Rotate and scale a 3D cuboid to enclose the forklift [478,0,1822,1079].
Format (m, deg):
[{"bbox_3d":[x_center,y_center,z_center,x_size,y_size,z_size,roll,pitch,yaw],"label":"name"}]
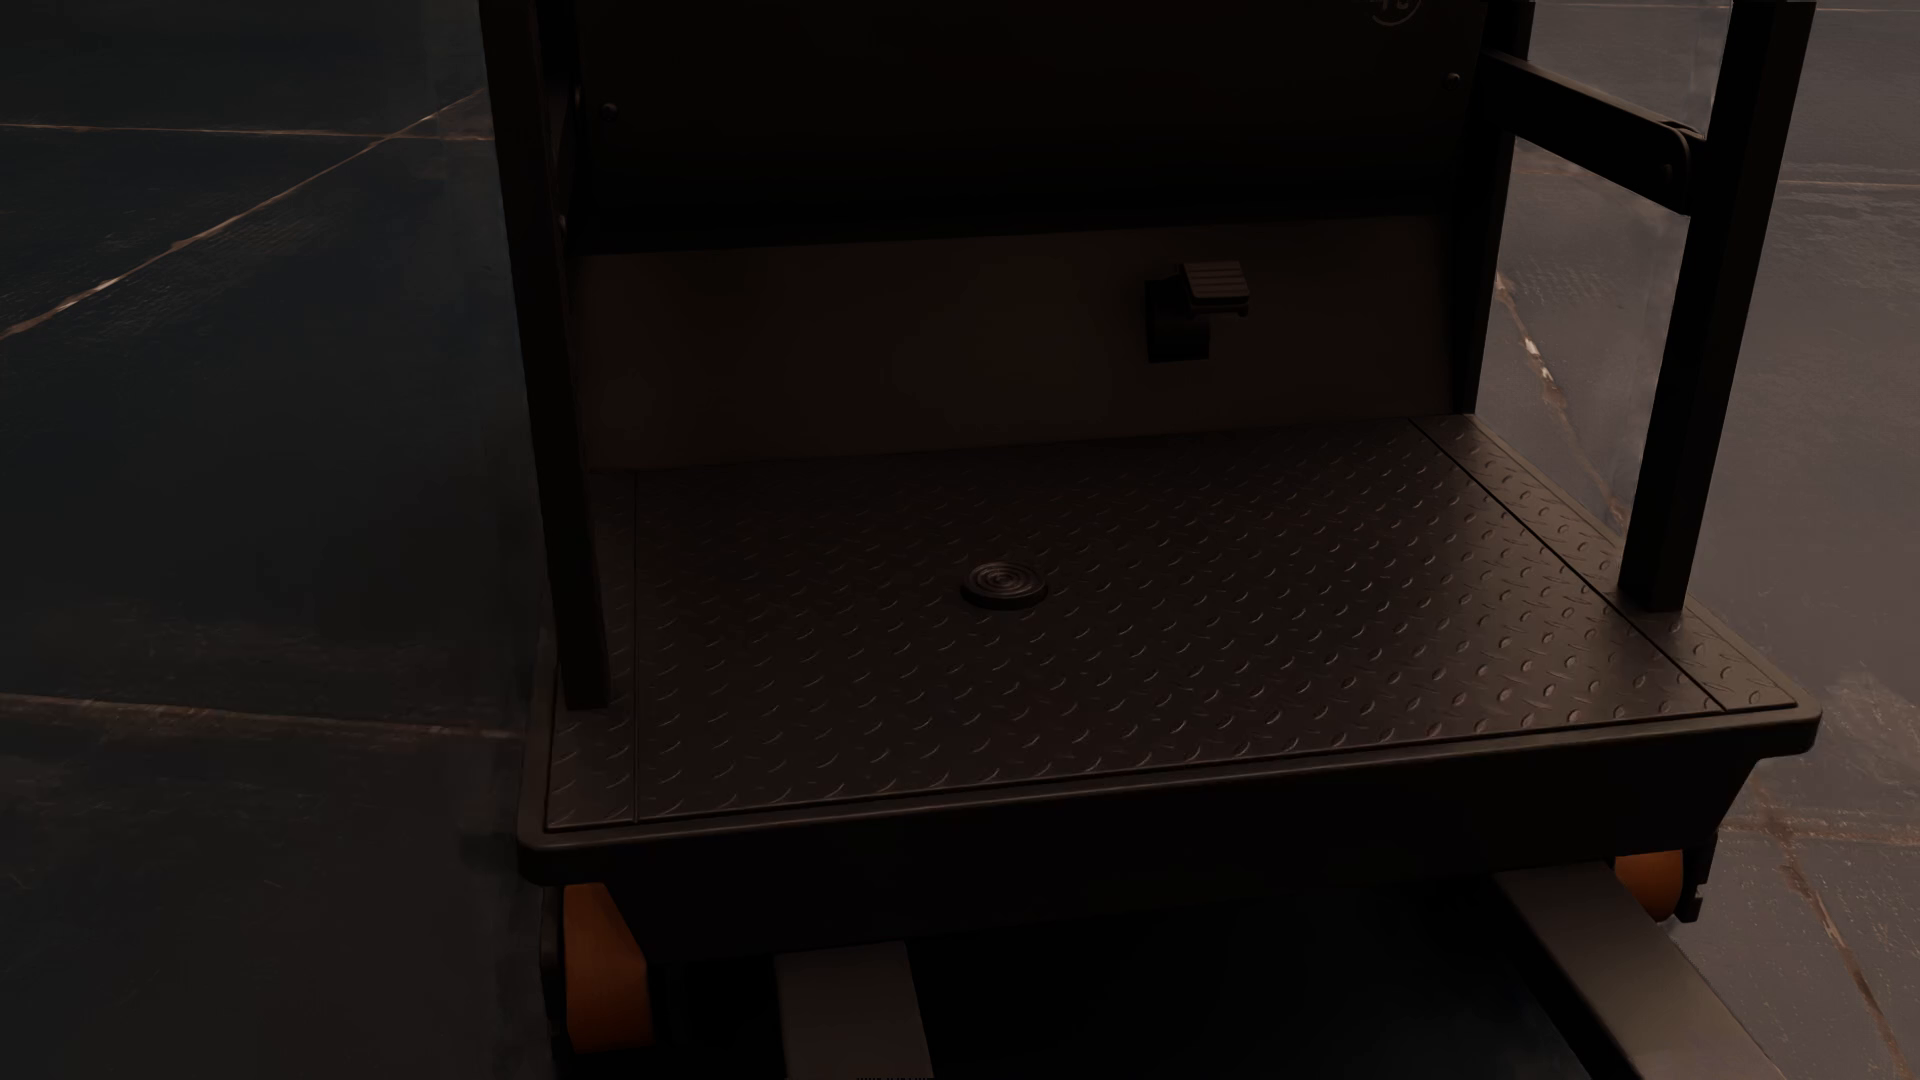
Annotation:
[{"bbox_3d":[0.121,-1.011,1.244,1.130,2.935,3.031,-4,27,-9],"label":"forklift"}]
